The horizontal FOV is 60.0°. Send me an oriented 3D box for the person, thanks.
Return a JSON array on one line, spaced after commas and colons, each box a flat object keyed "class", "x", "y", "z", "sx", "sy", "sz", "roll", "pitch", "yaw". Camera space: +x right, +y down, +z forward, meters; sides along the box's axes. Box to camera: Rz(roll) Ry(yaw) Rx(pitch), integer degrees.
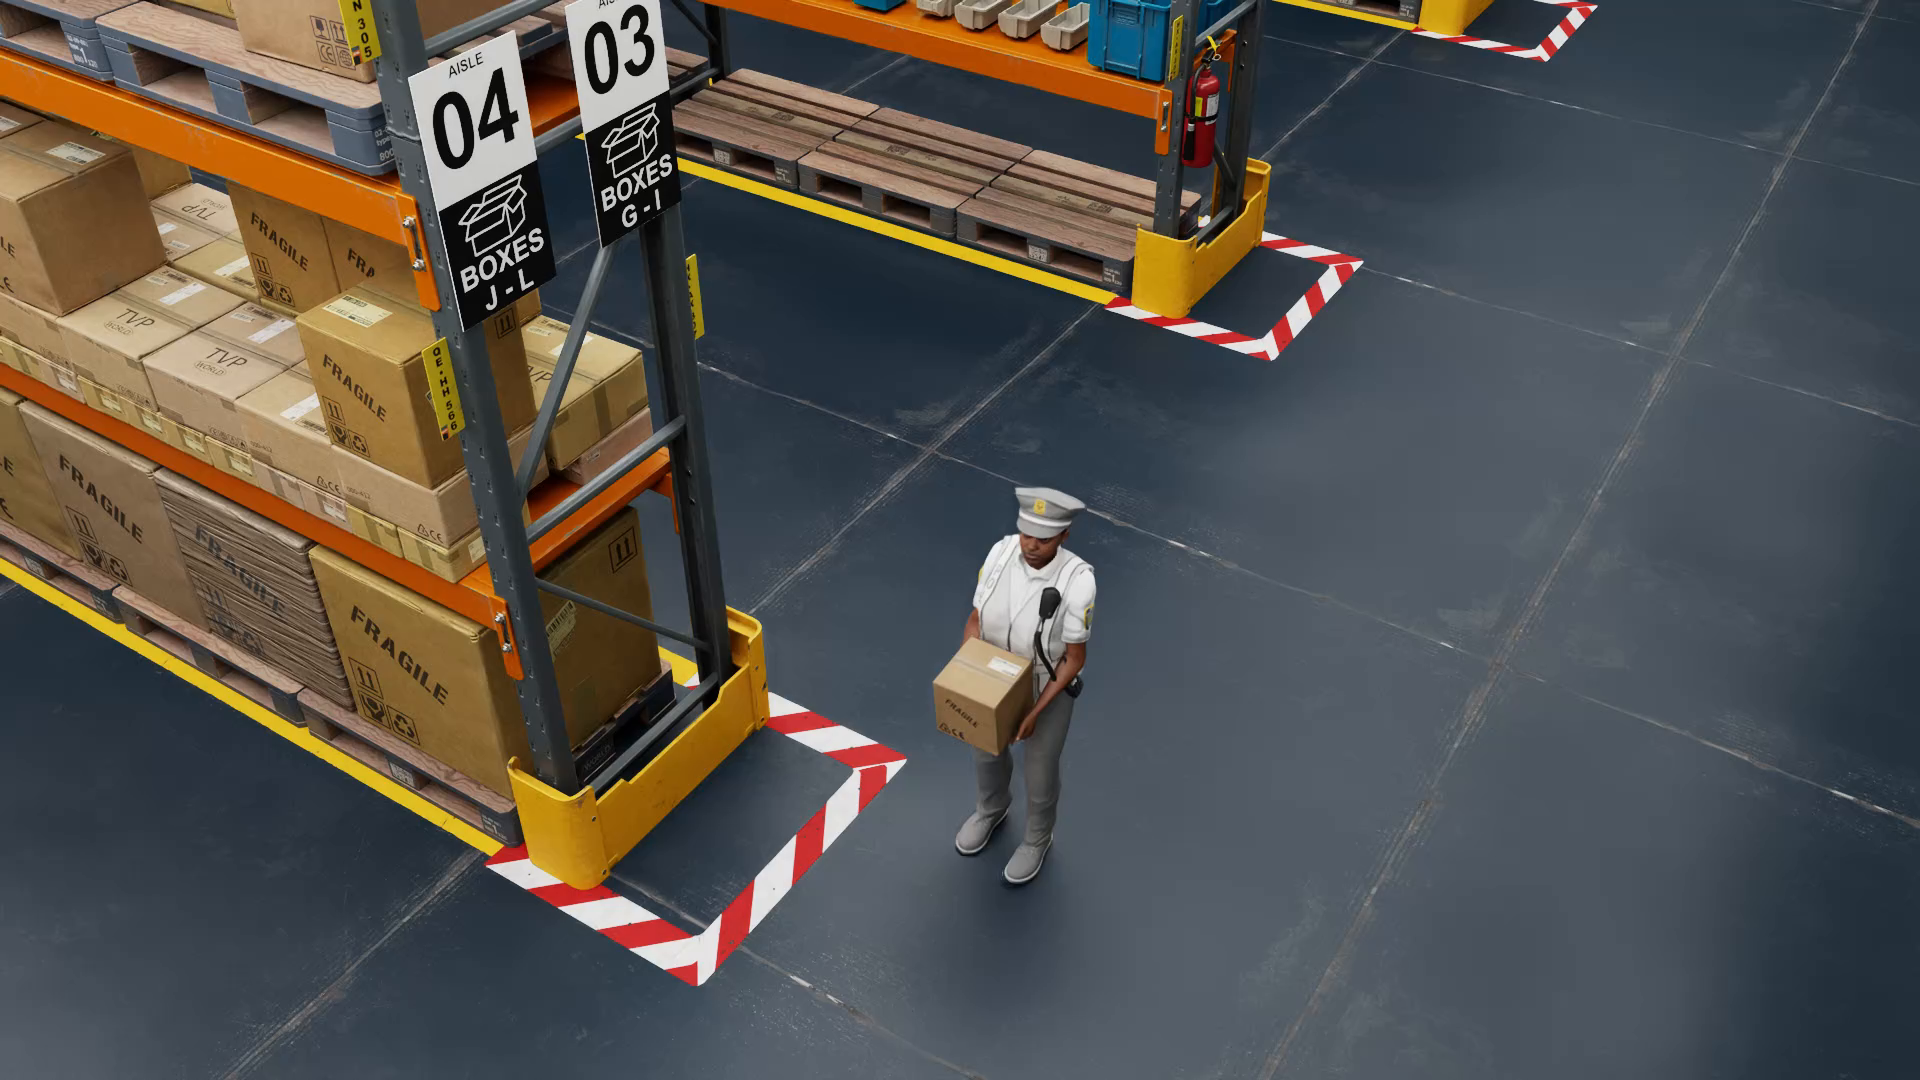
[{"class": "person", "x": 0.213, "y": 0.549, "z": 5.964, "sx": 0.455, "sy": 1.697, "sz": 0.530, "roll": 19, "pitch": 42, "yaw": 22}]
